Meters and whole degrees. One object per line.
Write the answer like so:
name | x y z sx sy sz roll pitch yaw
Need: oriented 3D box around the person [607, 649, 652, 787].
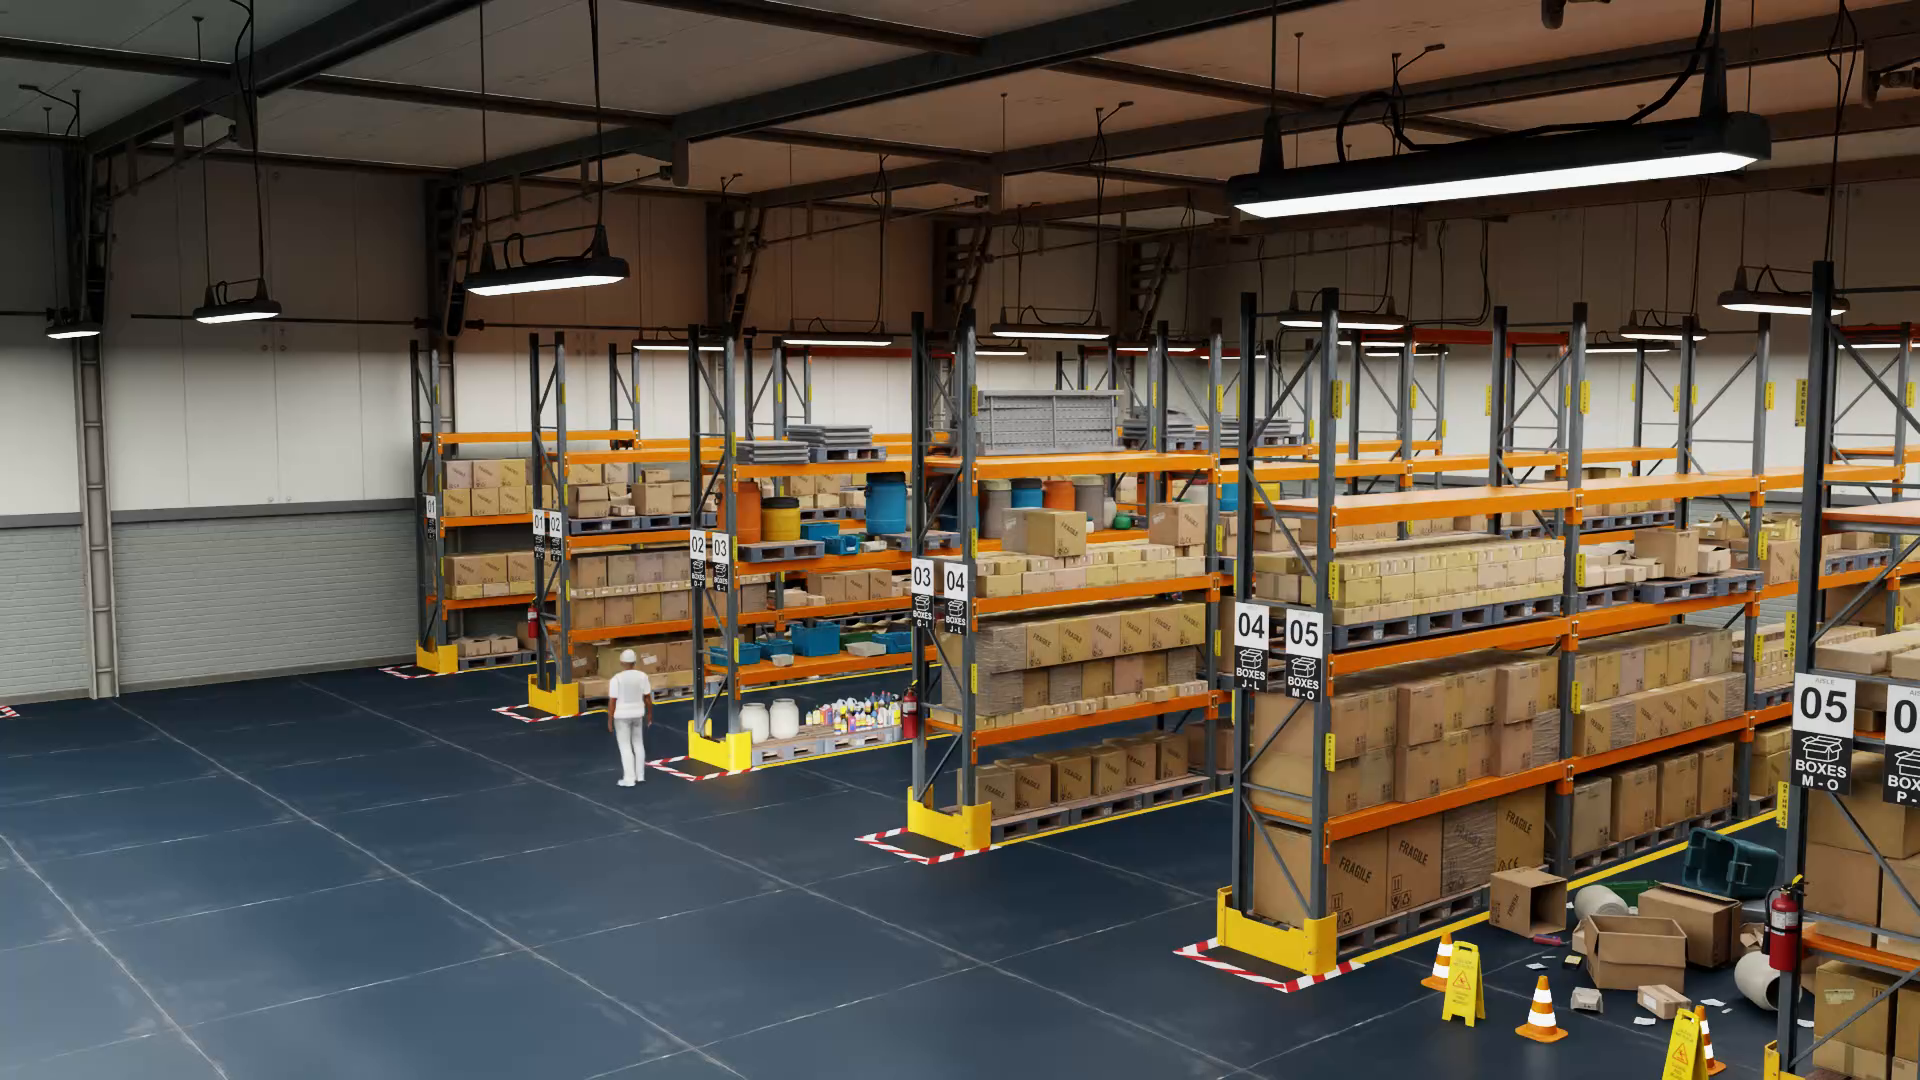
person | -4.318 2.295 21.549 0.485 1.790 0.630 5 7 43
